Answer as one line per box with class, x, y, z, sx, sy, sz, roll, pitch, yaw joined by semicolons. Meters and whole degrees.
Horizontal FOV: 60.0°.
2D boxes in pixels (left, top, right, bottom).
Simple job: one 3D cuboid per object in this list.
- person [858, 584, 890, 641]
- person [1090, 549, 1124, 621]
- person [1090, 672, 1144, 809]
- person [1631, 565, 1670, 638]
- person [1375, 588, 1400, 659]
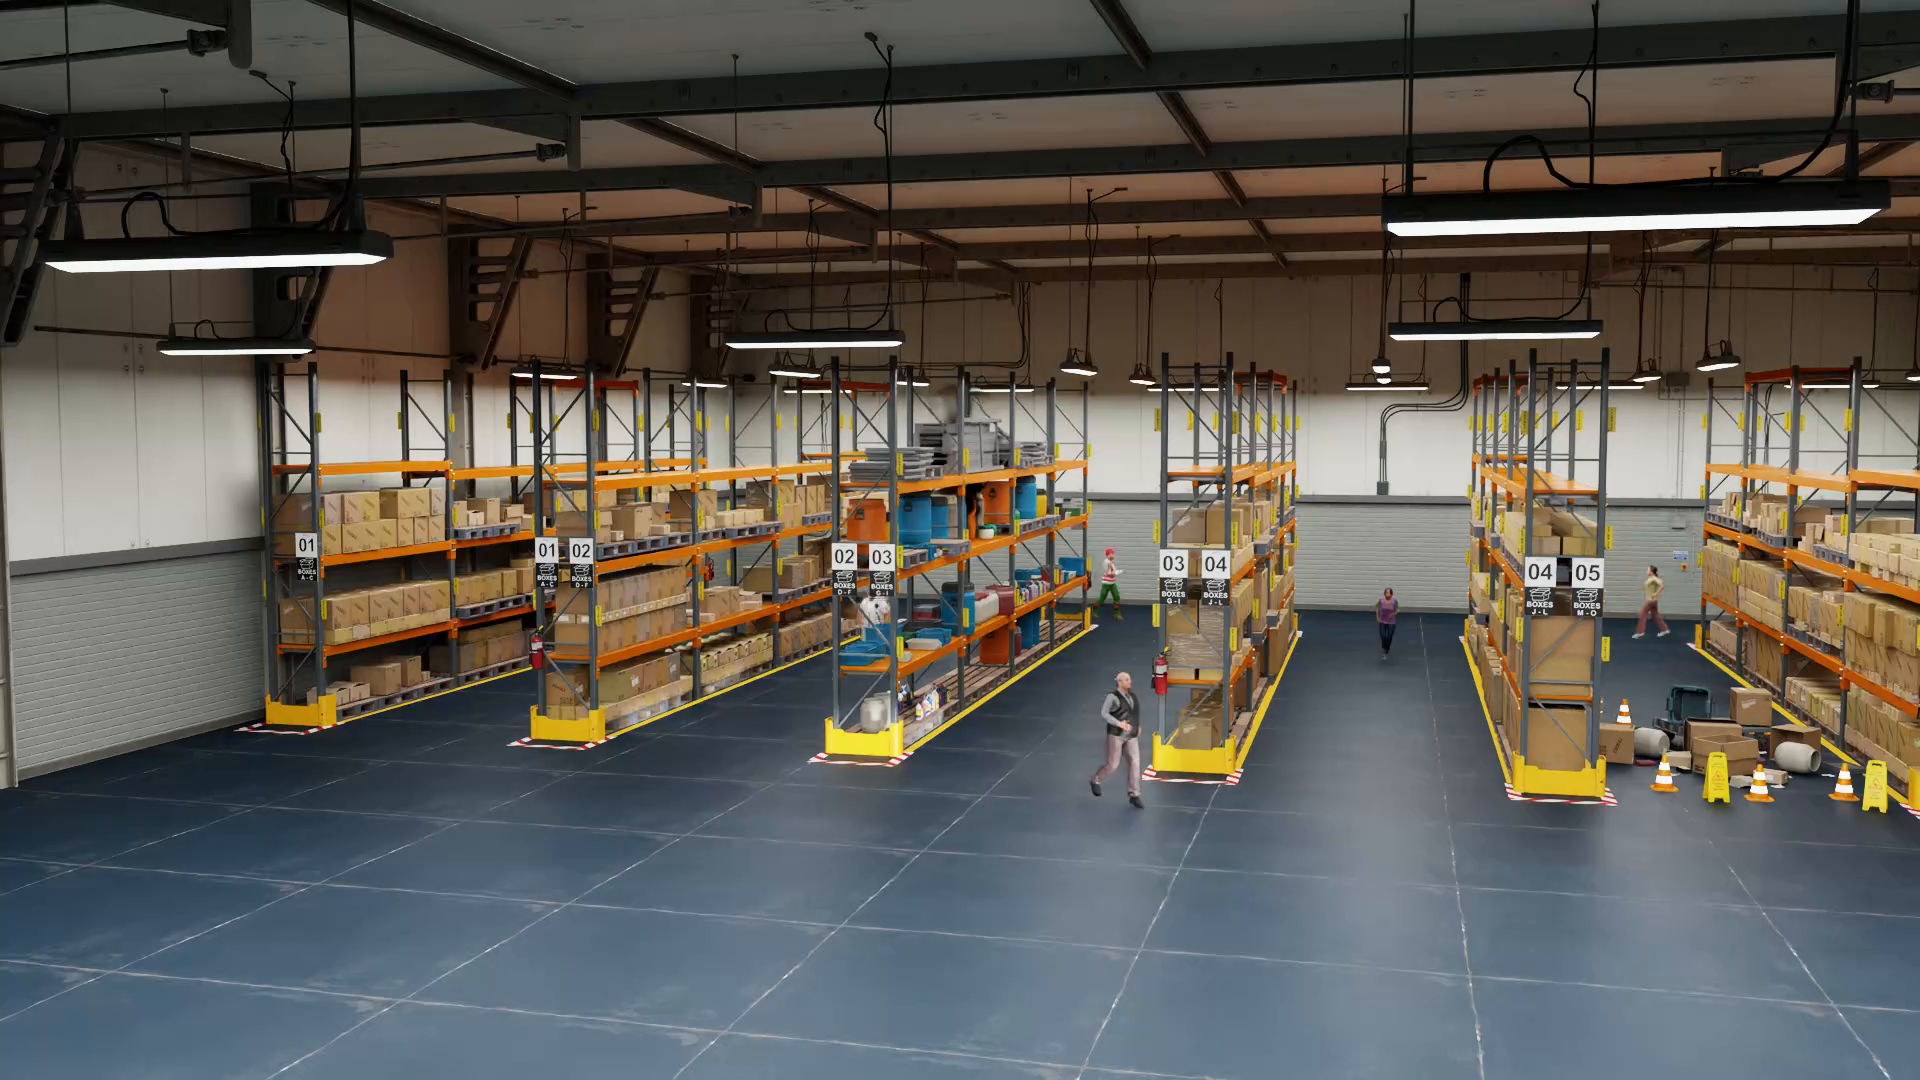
person;-1.662;1.694;31.687;0.665;1.746;0.578;1;4;19
person;3.730;1.129;42.067;0.904;1.824;0.652;2;5;28
person;2.145;2.599;21.847;0.699;1.721;0.976;-3;5;-34
person;16.001;1.437;38.474;0.850;1.700;0.575;2;4;21
person;9.000;1.758;35.024;0.504;1.541;0.659;1;4;12
